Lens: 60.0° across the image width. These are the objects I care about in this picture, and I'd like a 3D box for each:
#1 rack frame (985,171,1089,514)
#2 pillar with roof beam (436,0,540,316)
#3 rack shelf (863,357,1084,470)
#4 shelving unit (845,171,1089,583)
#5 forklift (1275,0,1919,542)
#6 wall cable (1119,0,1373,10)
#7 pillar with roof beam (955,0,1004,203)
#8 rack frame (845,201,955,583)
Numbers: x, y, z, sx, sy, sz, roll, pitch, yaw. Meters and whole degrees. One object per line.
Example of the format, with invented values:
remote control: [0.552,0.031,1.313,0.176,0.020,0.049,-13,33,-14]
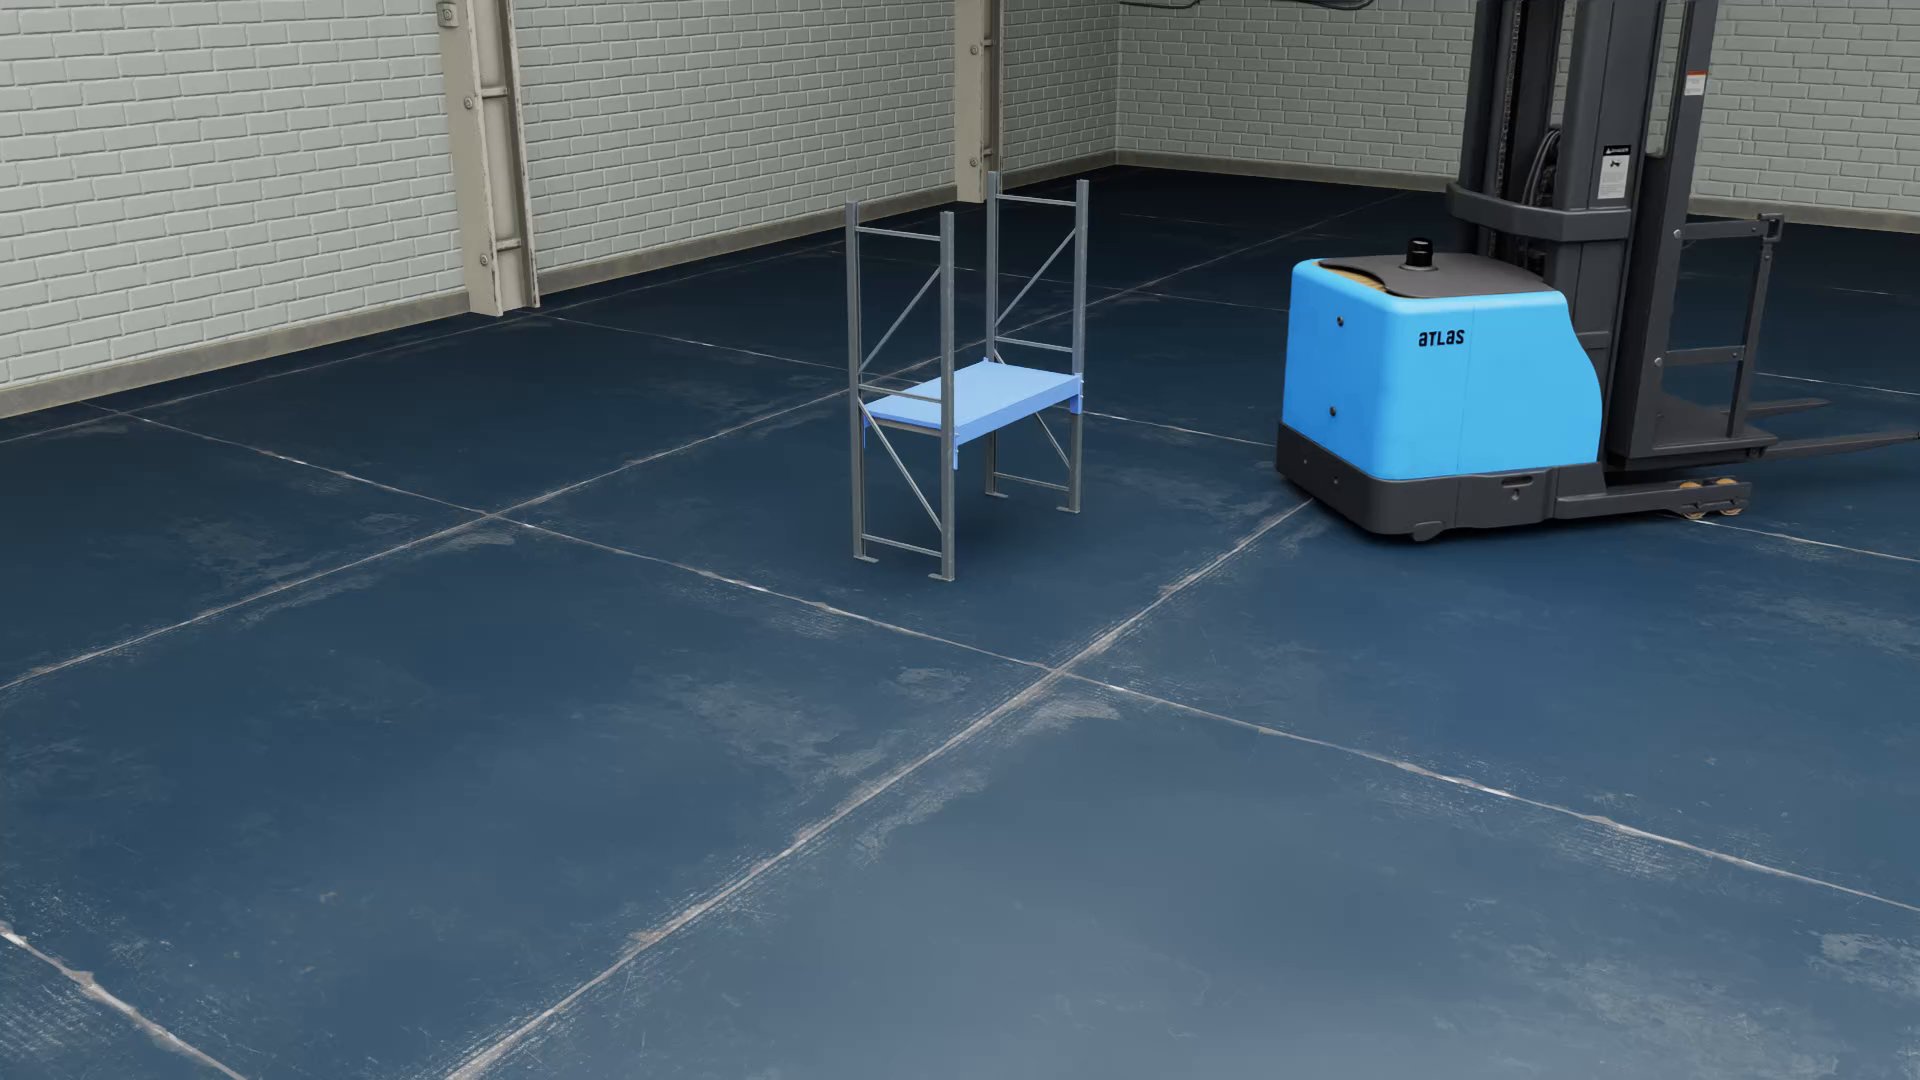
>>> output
rack frame: [0.334,-0.874,7.465,0.500,1.500,0.032,13,24,32]
pillar with roof beam: [0.370,-5.001,7.814,9.100,9.000,0.400,13,24,32]
rack shelf: [0.048,-0.559,7.133,0.538,0.185,1.000,13,24,32]
shelving unit: [0.048,-0.728,7.071,0.538,1.500,1.048,13,24,32]
forklift: [3.089,-1.638,7.467,3.031,2.935,1.130,-6,21,-15]
wall cable: [2.932,-6.693,16.864,3.097,2.526,0.112,13,24,32]
pillar with roof beam: [3.743,-6.723,12.468,9.100,9.000,0.400,13,24,32]
rack frame: [-0.238,-0.582,6.677,0.500,1.500,0.032,13,24,32]
